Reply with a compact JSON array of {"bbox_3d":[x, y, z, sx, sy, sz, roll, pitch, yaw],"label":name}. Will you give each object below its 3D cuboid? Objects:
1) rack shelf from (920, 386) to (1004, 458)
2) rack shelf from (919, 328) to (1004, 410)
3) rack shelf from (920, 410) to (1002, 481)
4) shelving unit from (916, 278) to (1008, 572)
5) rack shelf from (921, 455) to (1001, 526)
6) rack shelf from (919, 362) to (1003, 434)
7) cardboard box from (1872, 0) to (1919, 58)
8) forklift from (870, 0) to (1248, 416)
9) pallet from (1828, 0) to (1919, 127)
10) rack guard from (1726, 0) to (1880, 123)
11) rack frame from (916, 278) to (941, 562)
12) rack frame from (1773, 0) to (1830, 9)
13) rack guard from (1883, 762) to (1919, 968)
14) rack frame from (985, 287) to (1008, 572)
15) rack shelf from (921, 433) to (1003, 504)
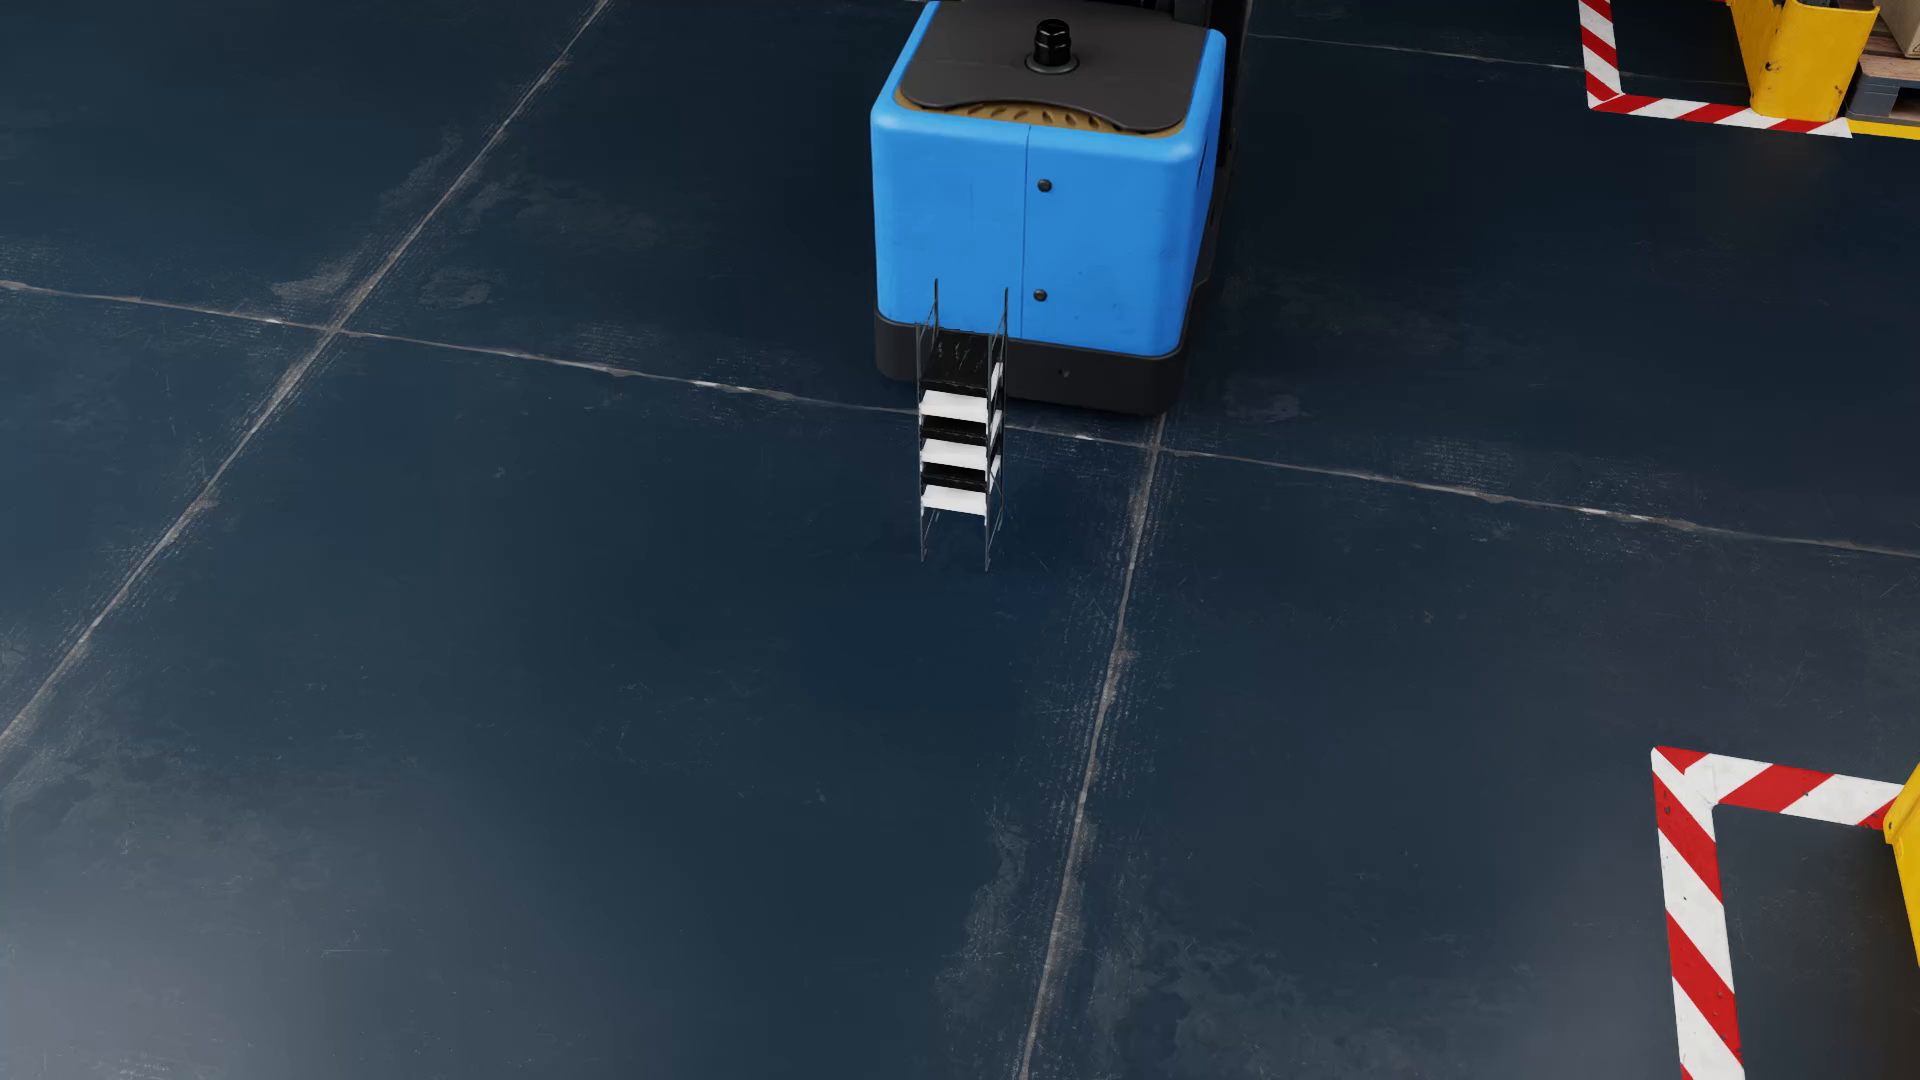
[{"bbox_3d":[0.008,-0.364,4.897,0.200,0.077,0.258,9,45,9],"label":"rack shelf"},{"bbox_3d":[0.008,-0.493,4.773,0.200,0.077,0.258,9,45,9],"label":"rack shelf"},{"bbox_3d":[0.008,-0.299,4.960,0.200,0.077,0.258,9,45,9],"label":"rack shelf"},{"bbox_3d":[0.008,-0.323,4.937,0.210,0.900,0.258,9,45,9],"label":"shelving unit"},{"bbox_3d":[0.008,-0.169,5.085,0.200,0.077,0.258,9,45,9],"label":"rack shelf"},{"bbox_3d":[0.008,-0.429,4.835,0.200,0.077,0.258,9,45,9],"label":"rack shelf"},{"bbox_3d":[4.285,-2.311,7.110,0.500,0.311,0.500,4,44,4],"label":"cardboard box"},{"bbox_3d":[0.535,-2.510,5.744,1.130,2.935,3.031,9,45,9],"label":"forklift"},{"bbox_3d":[4.489,-2.124,7.305,1.213,0.211,1.003,9,45,9],"label":"pallet"},{"bbox_3d":[3.704,-2.375,7.357,0.348,0.500,1.175,9,45,9],"label":"rack guard"},{"bbox_3d":[-0.091,-0.338,4.953,0.006,0.900,0.240,9,45,9],"label":"rack frame"},{"bbox_3d":[3.630,-3.287,6.502,0.127,3.000,1.000,9,45,9],"label":"rack frame"},{"bbox_3d":[2.528,0.963,3.889,0.348,0.500,1.175,9,45,9],"label":"rack guard"},{"bbox_3d":[0.107,-0.308,4.921,0.006,0.900,0.240,9,45,9],"label":"rack frame"},{"bbox_3d":[0.008,-0.234,5.022,0.200,0.077,0.258,9,45,9],"label":"rack shelf"}]
